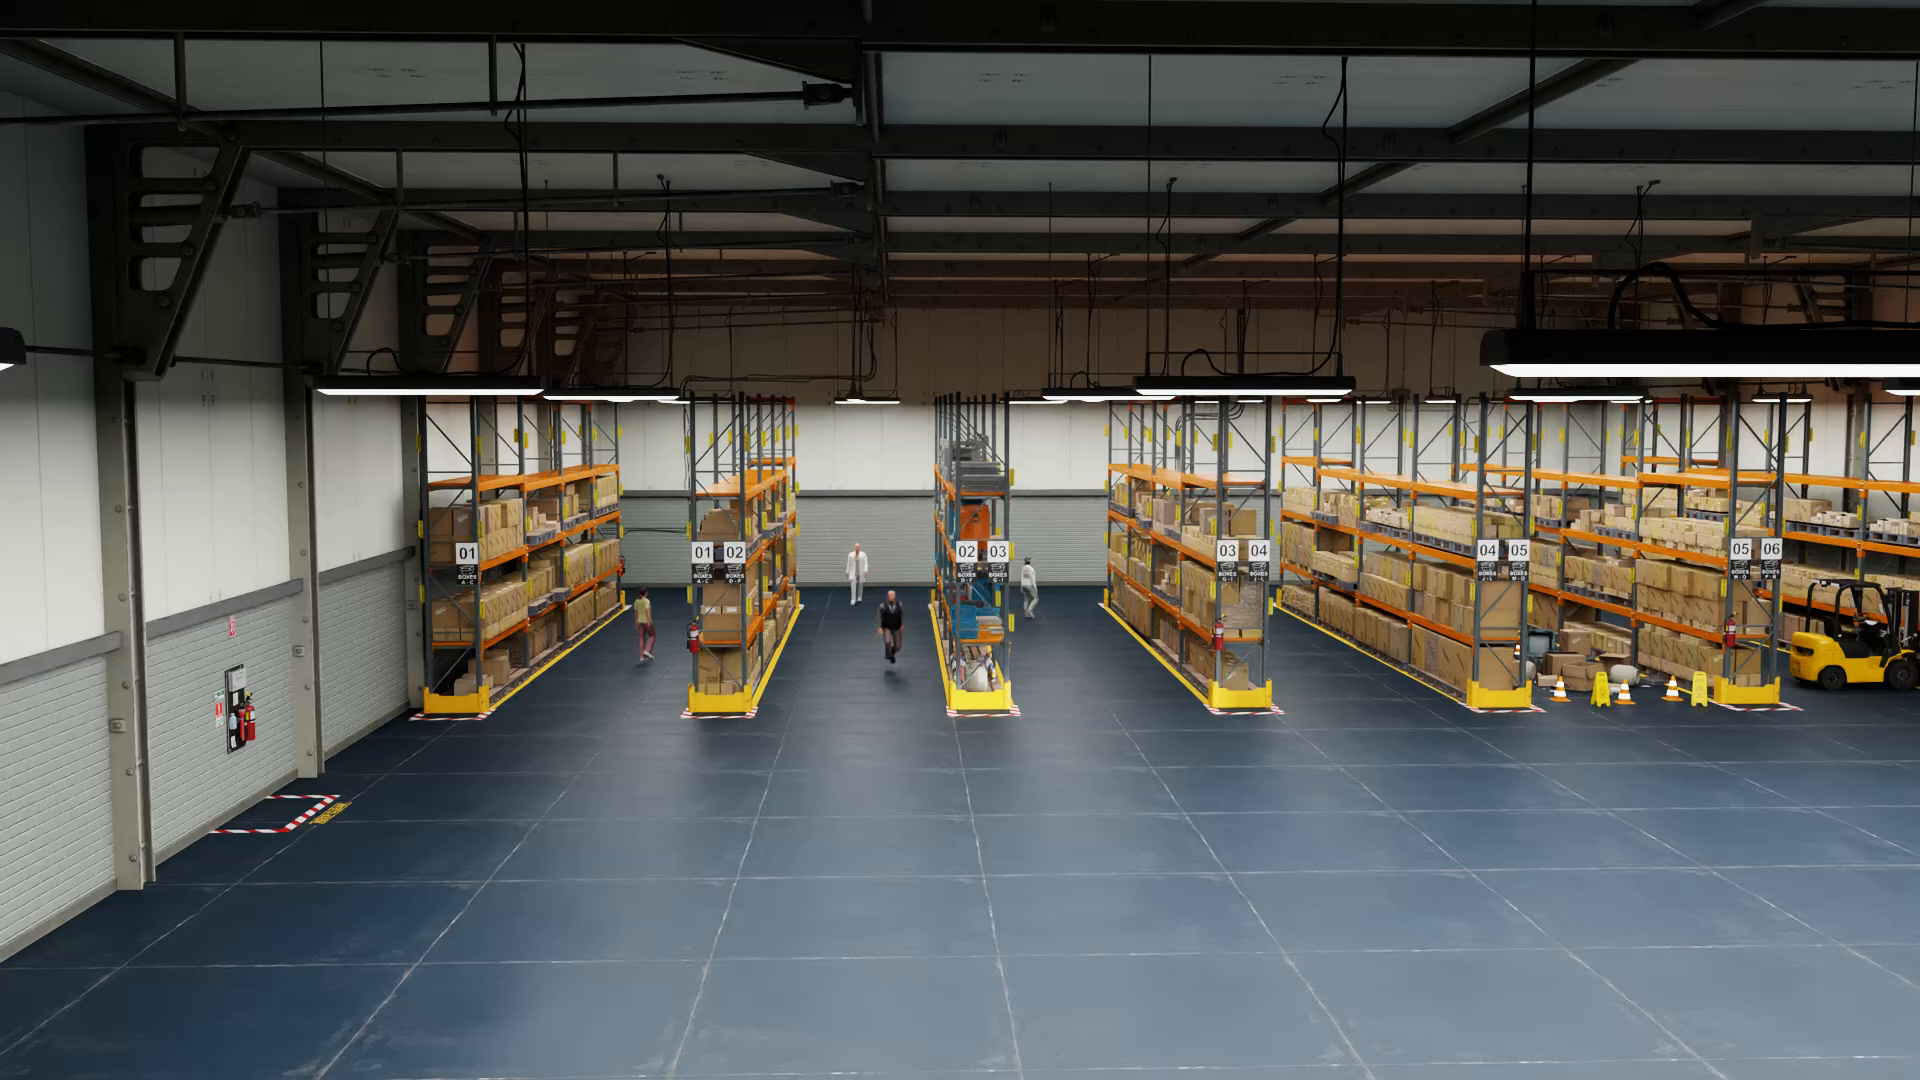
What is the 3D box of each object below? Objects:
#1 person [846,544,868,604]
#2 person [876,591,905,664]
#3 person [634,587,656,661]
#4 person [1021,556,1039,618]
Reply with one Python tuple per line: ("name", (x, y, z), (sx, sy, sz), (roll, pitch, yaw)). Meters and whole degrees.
("person", (-2.985, 0.966, 48.310), (0.631, 1.715, 1.114), (-1, 5, -7))
("person", (-1.495, 1.897, 35.926), (0.624, 1.638, 0.755), (-1, 5, -15))
("person", (-7.114, 1.884, 37.393), (0.475, 1.648, 0.476), (1, 5, 11))
("person", (1.862, 1.280, 45.100), (0.478, 1.681, 0.648), (-4, 6, -41))
